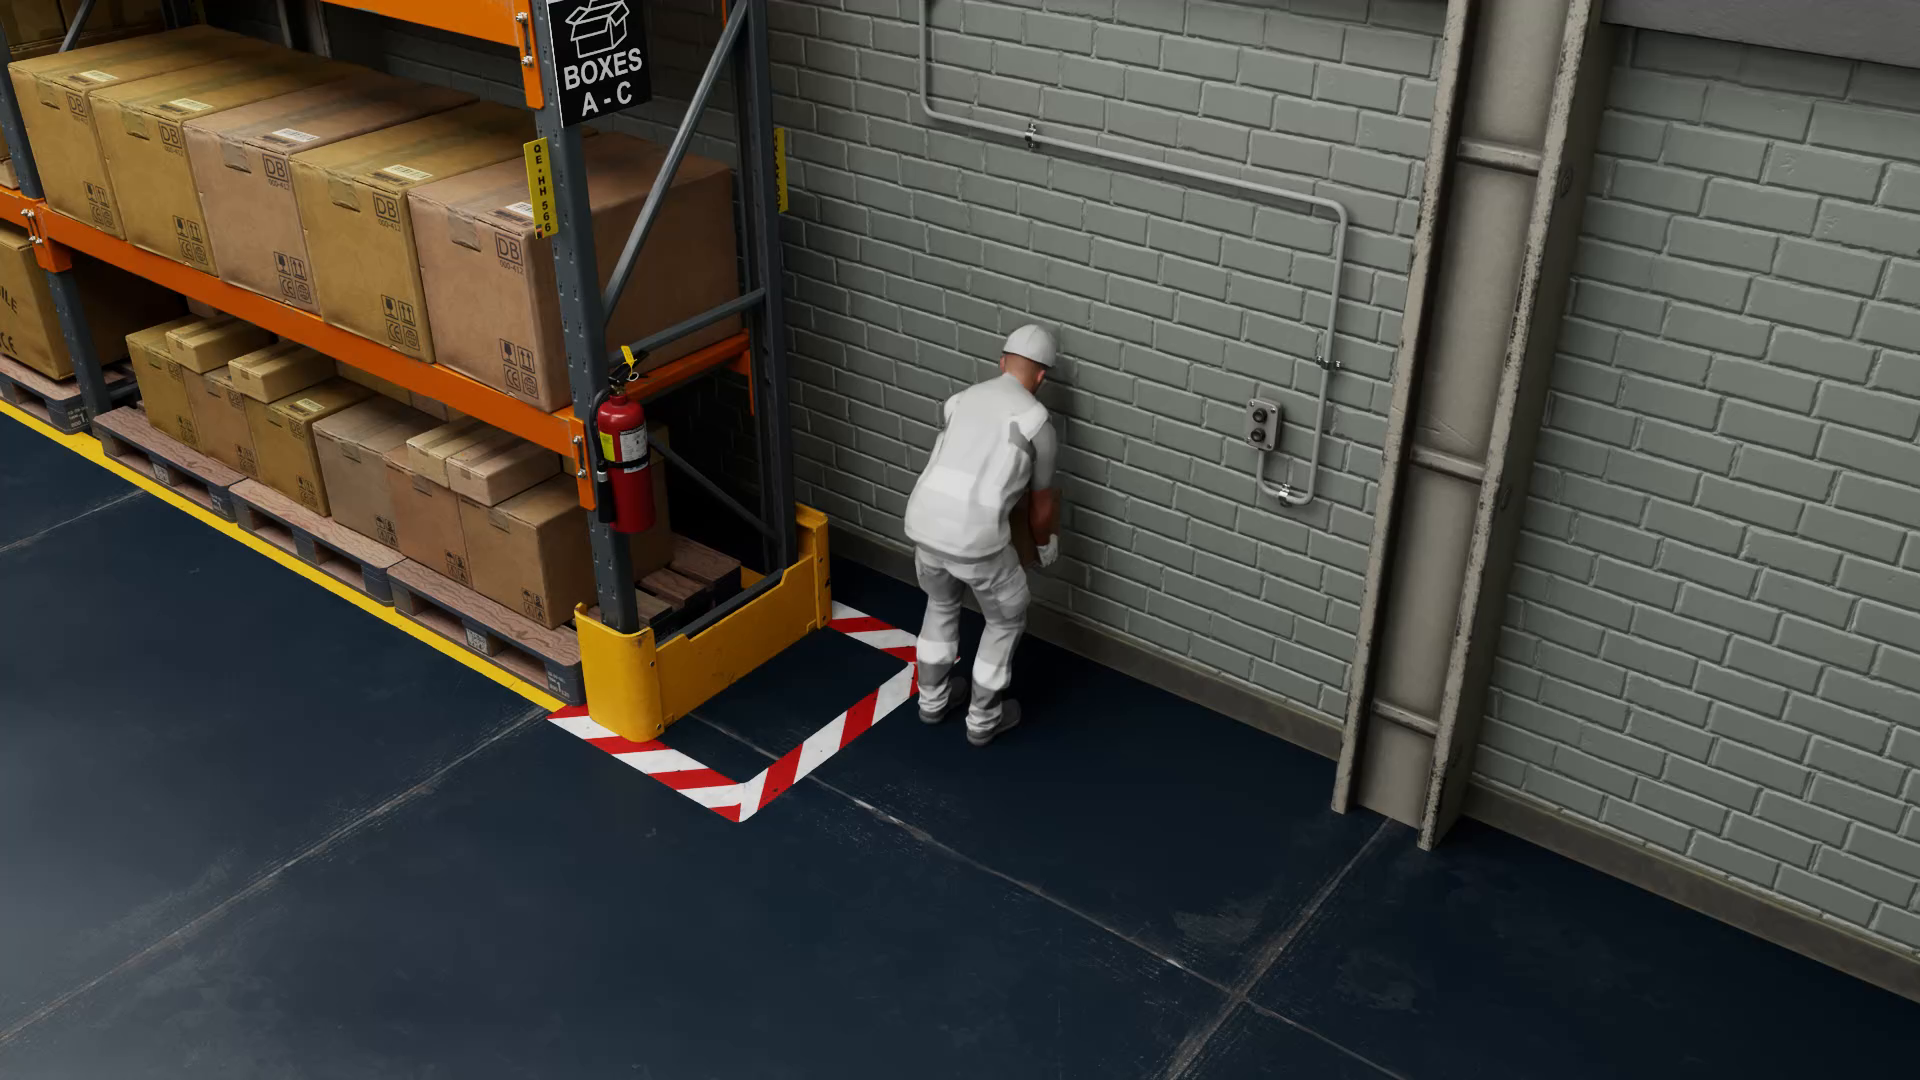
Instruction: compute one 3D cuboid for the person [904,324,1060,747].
[{"bbox_3d":[0.126,-0.023,6.401,0.497,1.526,0.823,19,35,29],"label":"person"}]
